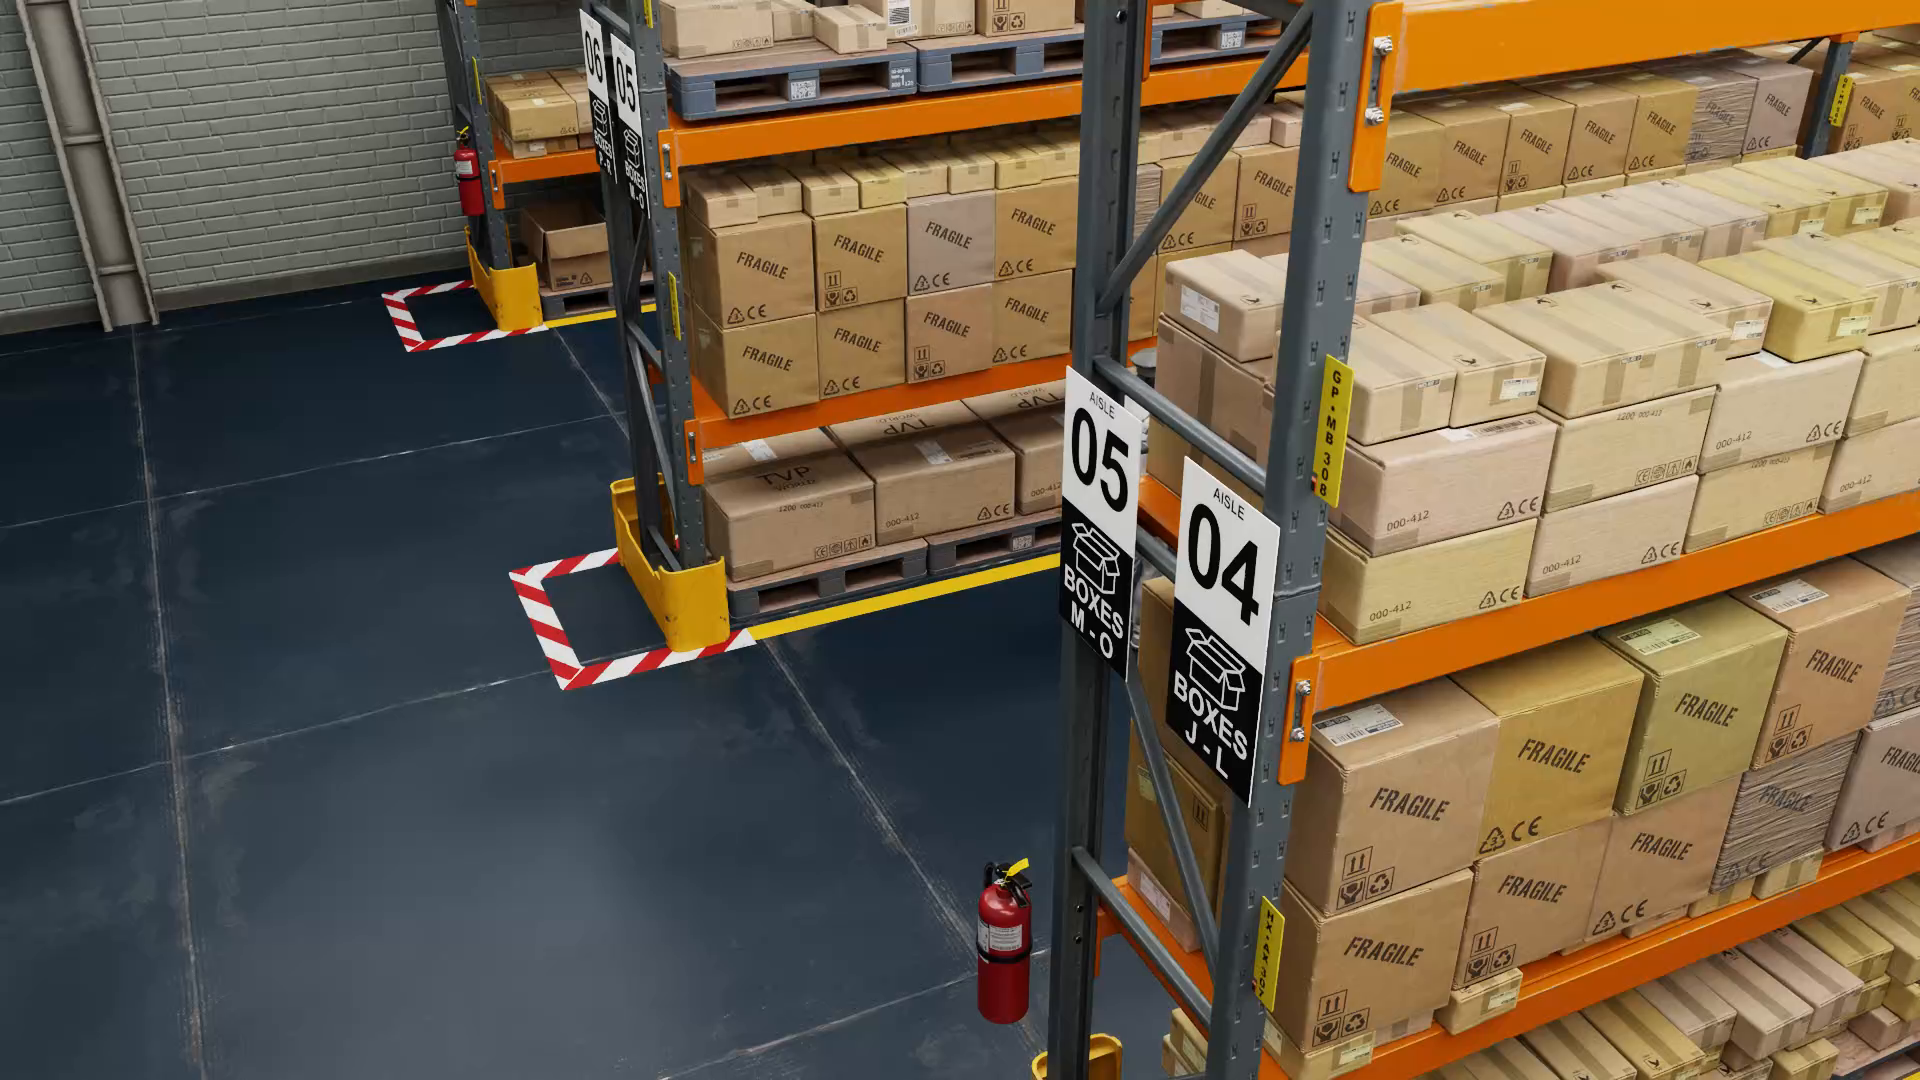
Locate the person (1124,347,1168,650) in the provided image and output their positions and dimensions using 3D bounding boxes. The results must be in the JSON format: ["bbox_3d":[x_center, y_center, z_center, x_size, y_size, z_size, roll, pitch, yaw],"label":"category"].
[{"bbox_3d":[0.965,-0.216,8.823,0.372,1.662,0.528,-14,33,-24],"label":"person"}]
